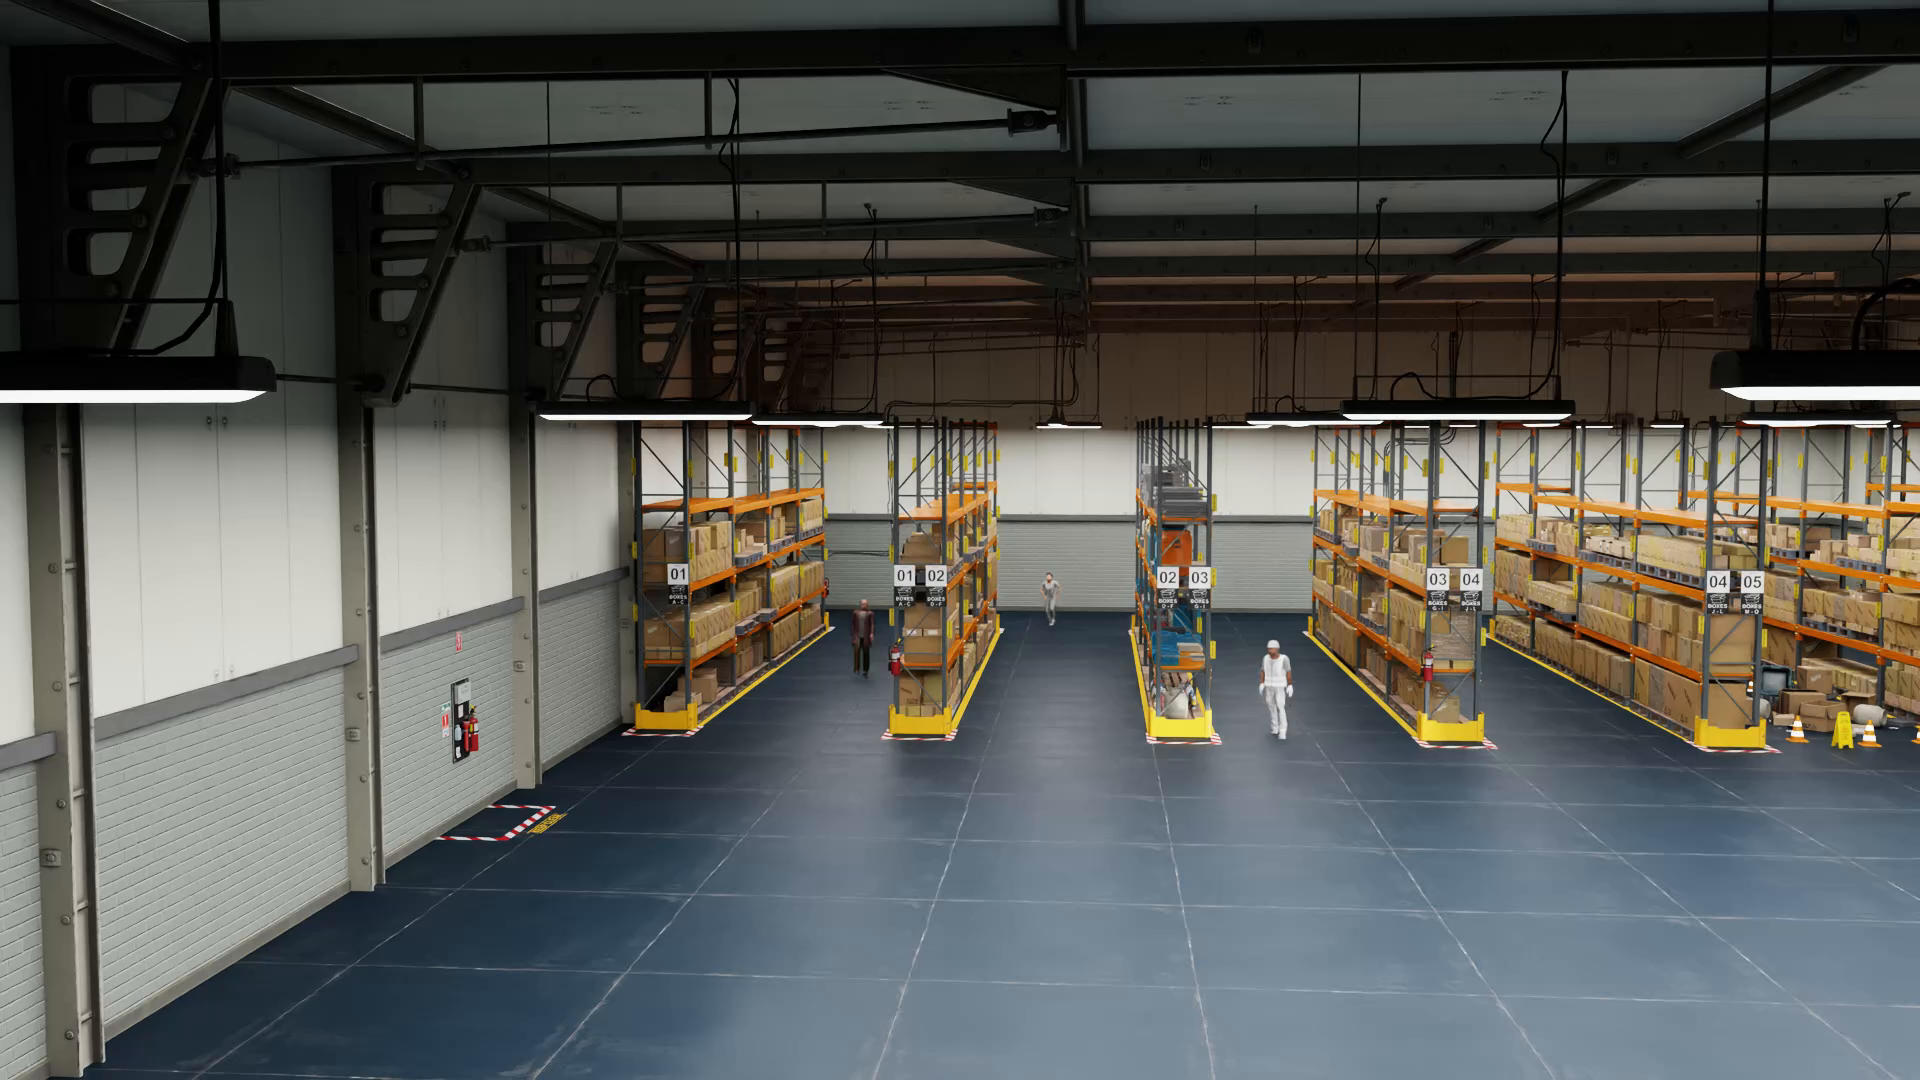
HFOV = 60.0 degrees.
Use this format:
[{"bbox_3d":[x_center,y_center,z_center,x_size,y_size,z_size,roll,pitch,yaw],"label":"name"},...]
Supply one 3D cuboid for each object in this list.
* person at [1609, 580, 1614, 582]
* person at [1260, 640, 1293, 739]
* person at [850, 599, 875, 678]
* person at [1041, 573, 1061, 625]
[{"bbox_3d":[17.993,1.901,45.929,1.002,1.590,0.500,2,4,32],"label":"person"},{"bbox_3d":[5.911,2.801,31.298,0.638,1.815,0.557,3,5,37],"label":"person"},{"bbox_3d":[-2.294,2.308,39.008,0.607,1.812,0.740,0,4,-1],"label":"person"},{"bbox_3d":[2.684,1.739,48.979,0.594,1.581,0.698,1,4,15],"label":"person"}]
